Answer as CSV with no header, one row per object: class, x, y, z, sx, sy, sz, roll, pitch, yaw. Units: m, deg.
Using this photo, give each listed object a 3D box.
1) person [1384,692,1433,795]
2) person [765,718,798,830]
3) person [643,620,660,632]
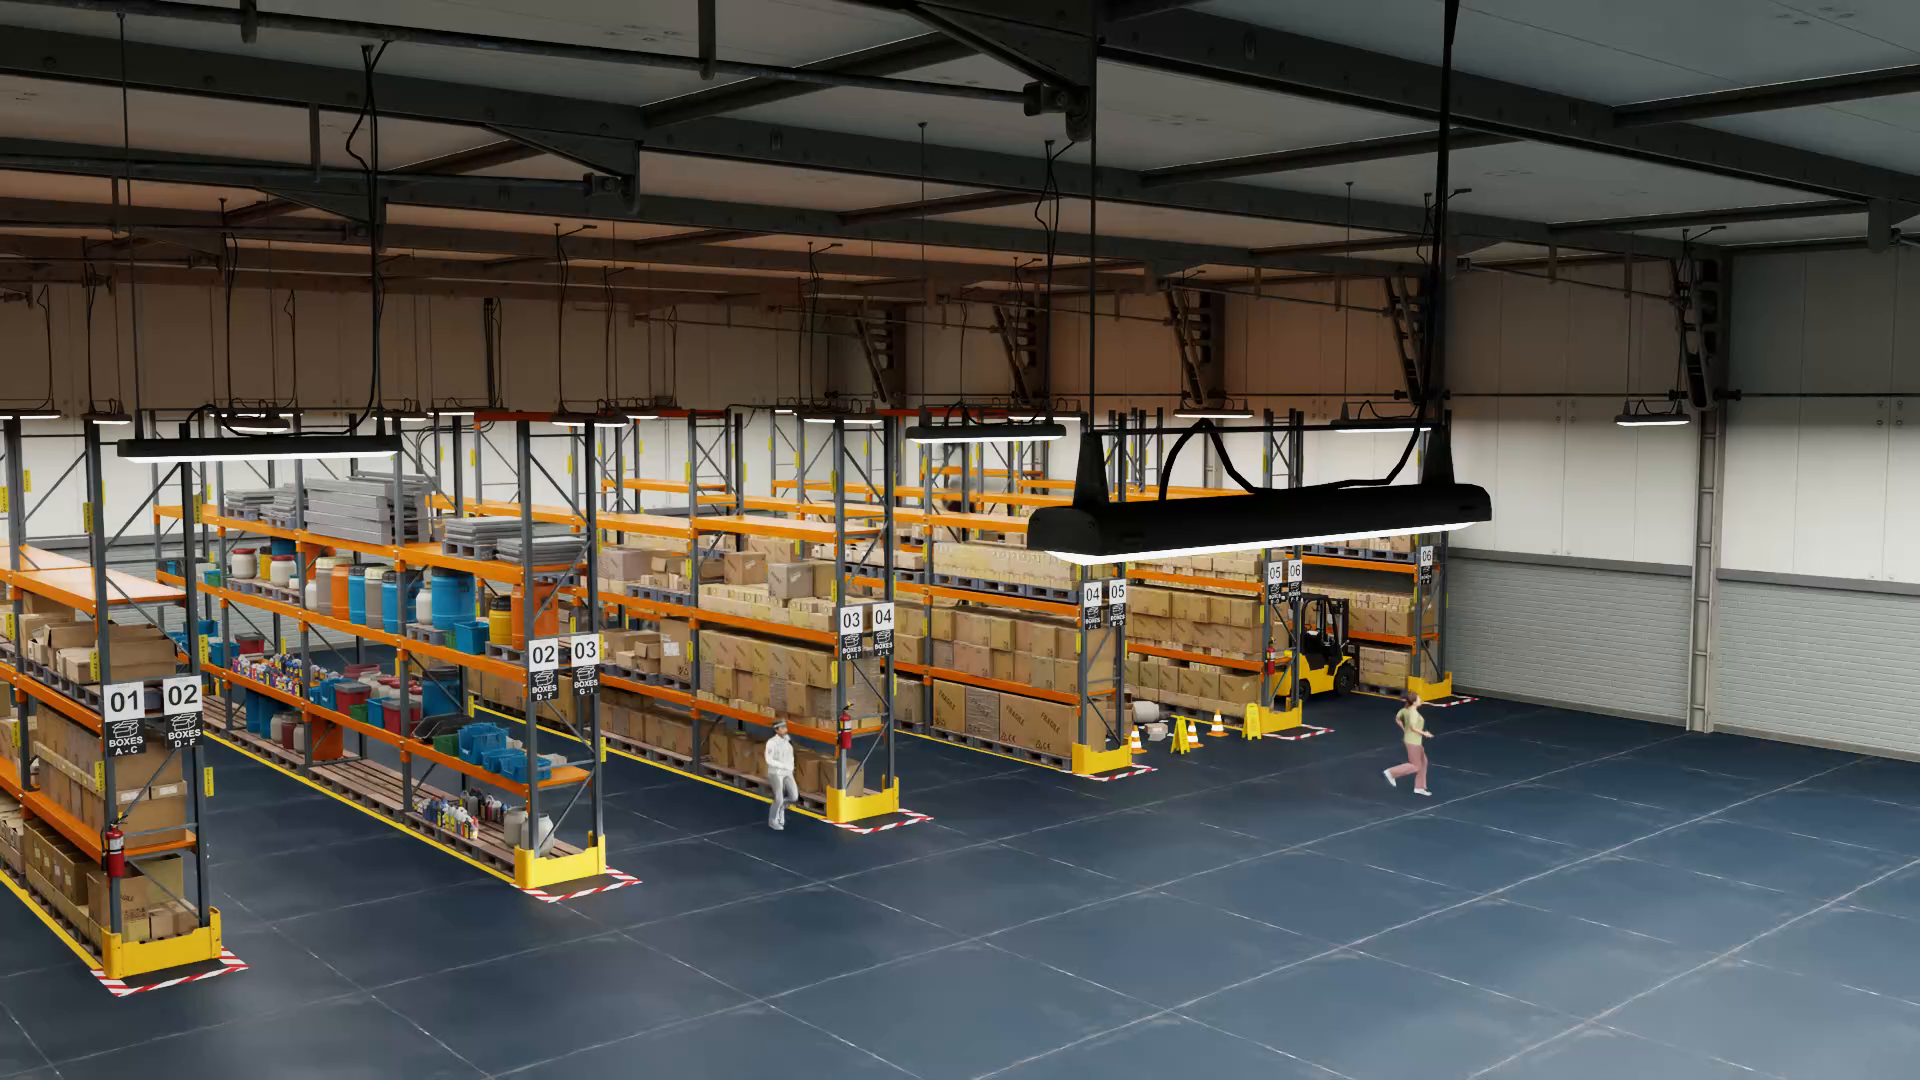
person,7.085,3.225,26.268,0.797,1.666,0.589,0,5,-1
person,-2.553,3.381,24.105,0.571,1.654,0.638,4,7,40
person,-7.779,1.932,41.674,0.850,1.493,0.602,-3,6,-35
